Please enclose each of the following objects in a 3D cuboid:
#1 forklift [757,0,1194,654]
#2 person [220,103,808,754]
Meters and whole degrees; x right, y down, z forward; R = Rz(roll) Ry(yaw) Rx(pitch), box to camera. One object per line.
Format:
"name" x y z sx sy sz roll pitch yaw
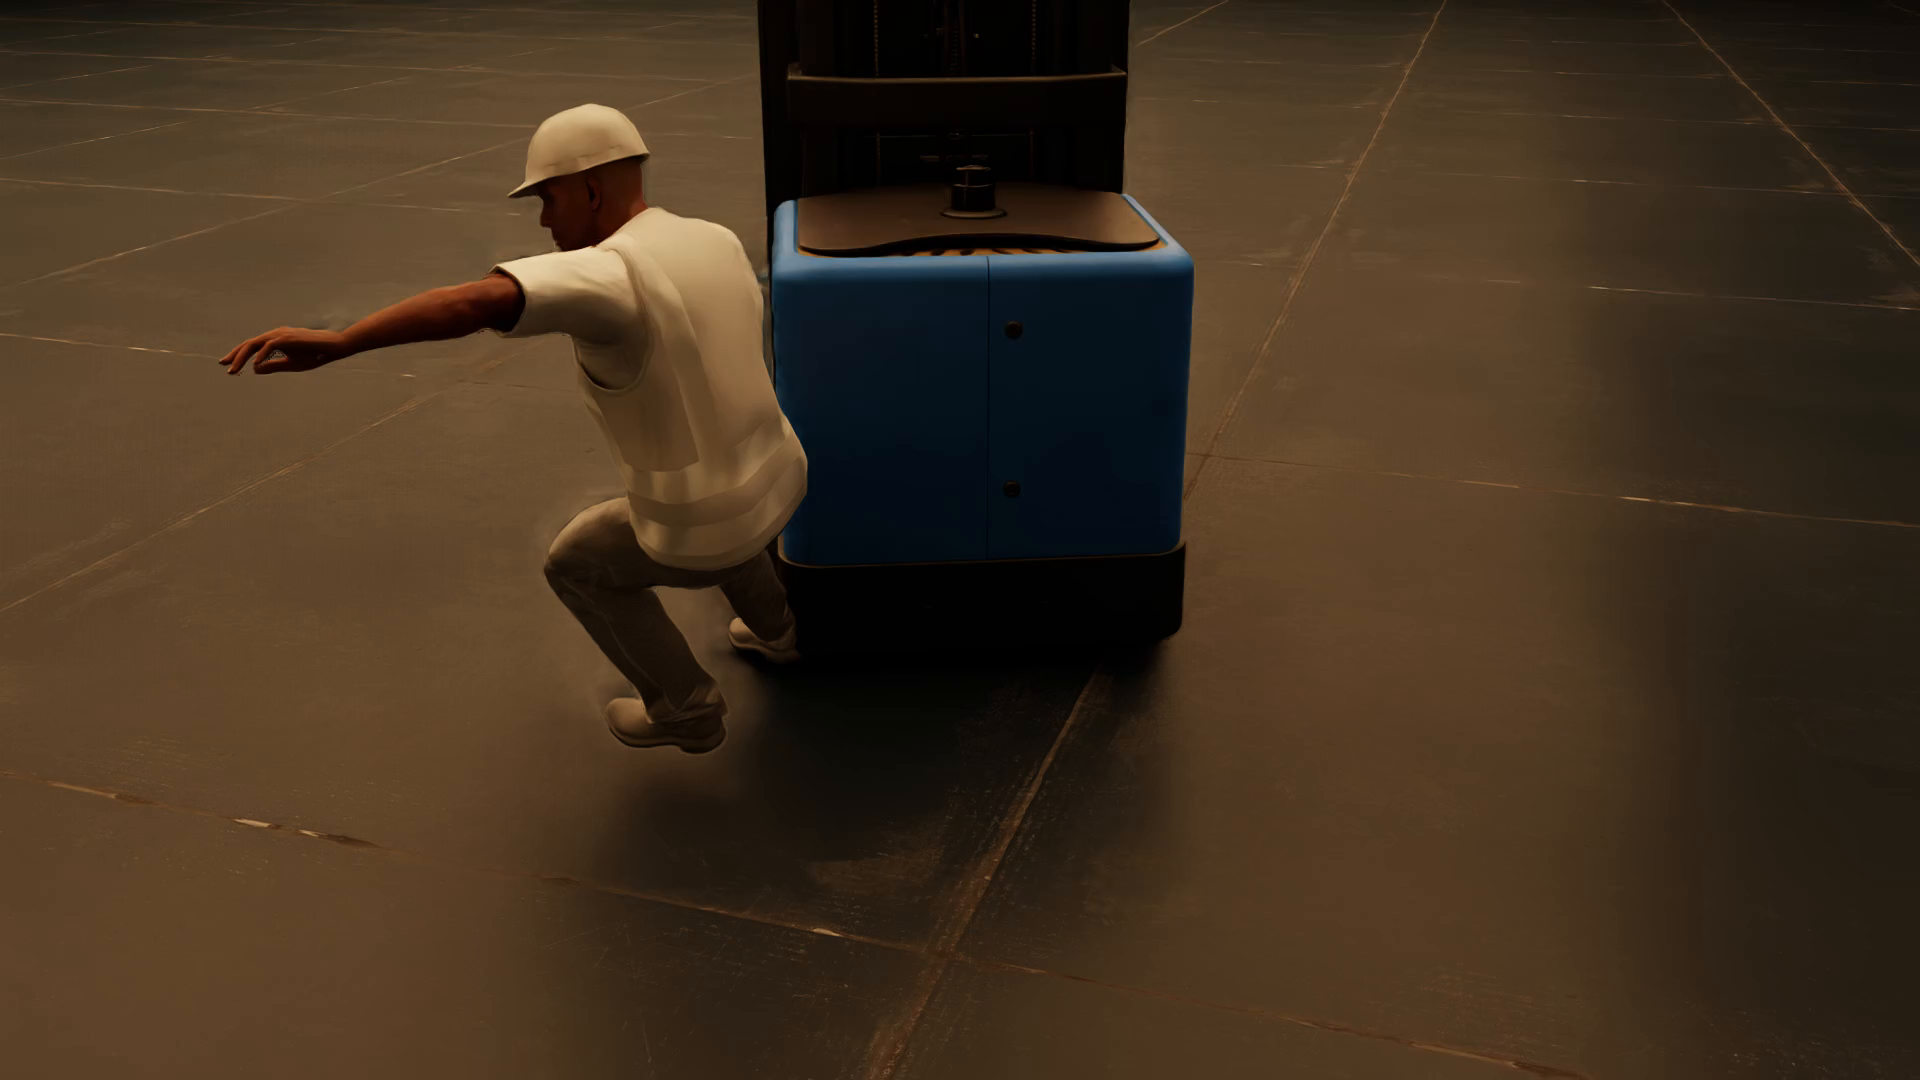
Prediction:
"forklift" -0.072 -1.588 5.127 1.130 2.935 3.031 -2 23 -5
"person" -0.764 -0.149 3.496 0.801 1.483 1.567 10 24 22
